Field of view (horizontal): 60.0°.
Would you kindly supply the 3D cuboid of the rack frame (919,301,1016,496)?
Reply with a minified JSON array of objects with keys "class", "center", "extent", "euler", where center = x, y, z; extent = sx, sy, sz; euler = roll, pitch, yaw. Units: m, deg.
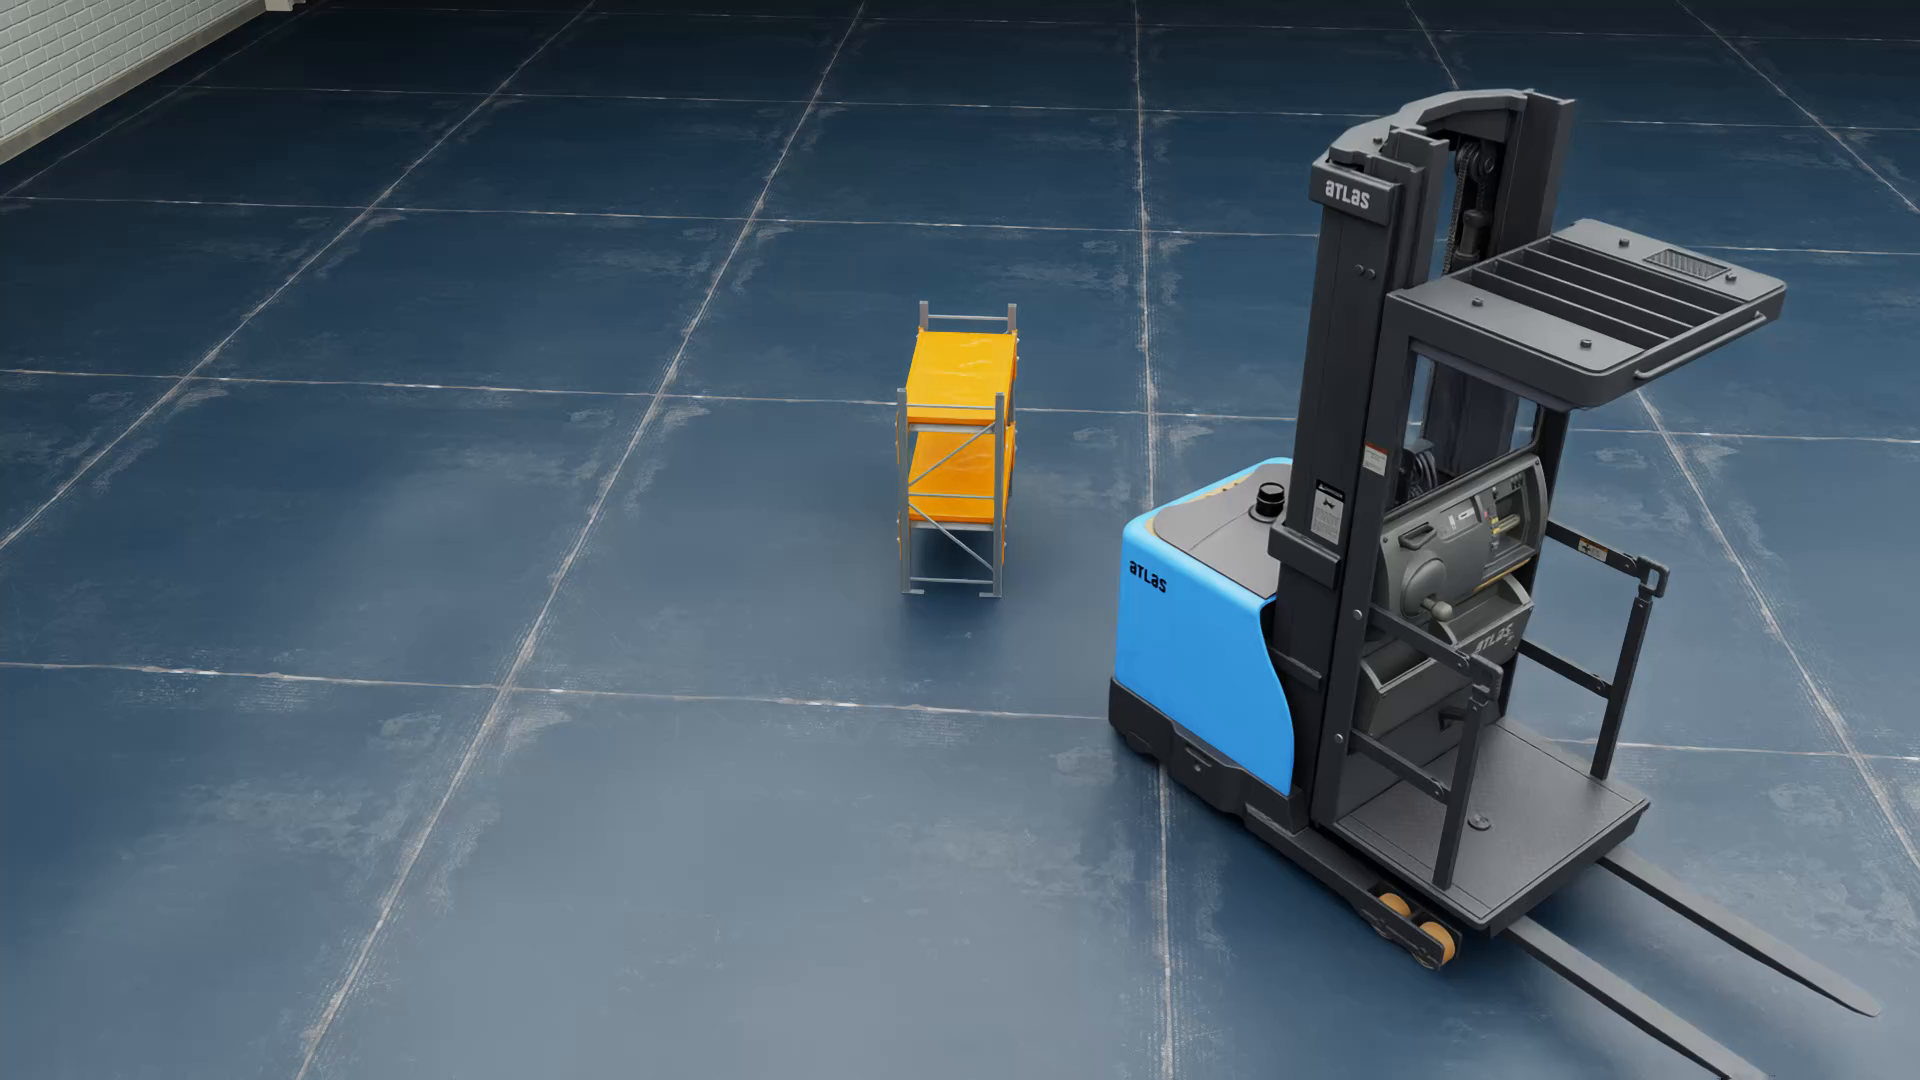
[{"class":"rack frame","center":[0.041,-0.741,8.880],"extent":[0.500,1.125,0.032],"euler":[2,32,4]}]

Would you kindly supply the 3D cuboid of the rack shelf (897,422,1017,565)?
[{"class":"rack shelf","center":[-0.001,-0.267,8.577],"extent":[0.538,0.278,1.000],"euler":[2,32,4]}]

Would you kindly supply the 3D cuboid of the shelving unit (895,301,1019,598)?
[{"class":"shelving unit","center":[-0.001,-0.475,8.449],"extent":[0.538,1.125,1.048],"euler":[2,32,4]}]

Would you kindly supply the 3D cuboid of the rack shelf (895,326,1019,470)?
[{"class":"rack shelf","center":[-0.001,-0.725,8.296],"extent":[0.538,0.278,1.000],"euler":[2,32,4]}]

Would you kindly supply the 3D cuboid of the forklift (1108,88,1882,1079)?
[{"class":"forklift","center":[1.965,0.042,5.888],"extent":[1.130,2.935,3.031],"euler":[-23,38,-32]}]

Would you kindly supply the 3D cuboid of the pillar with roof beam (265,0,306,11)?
[{"class":"pillar with roof beam","center":[-3.125,-9.511,15.606],"extent":[9.100,9.000,0.400],"euler":[2,32,4]}]

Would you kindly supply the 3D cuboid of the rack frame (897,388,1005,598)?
[{"class":"rack frame","center":[-0.042,-0.210,8.018],"extent":[0.500,1.125,0.032],"euler":[2,32,4]}]
